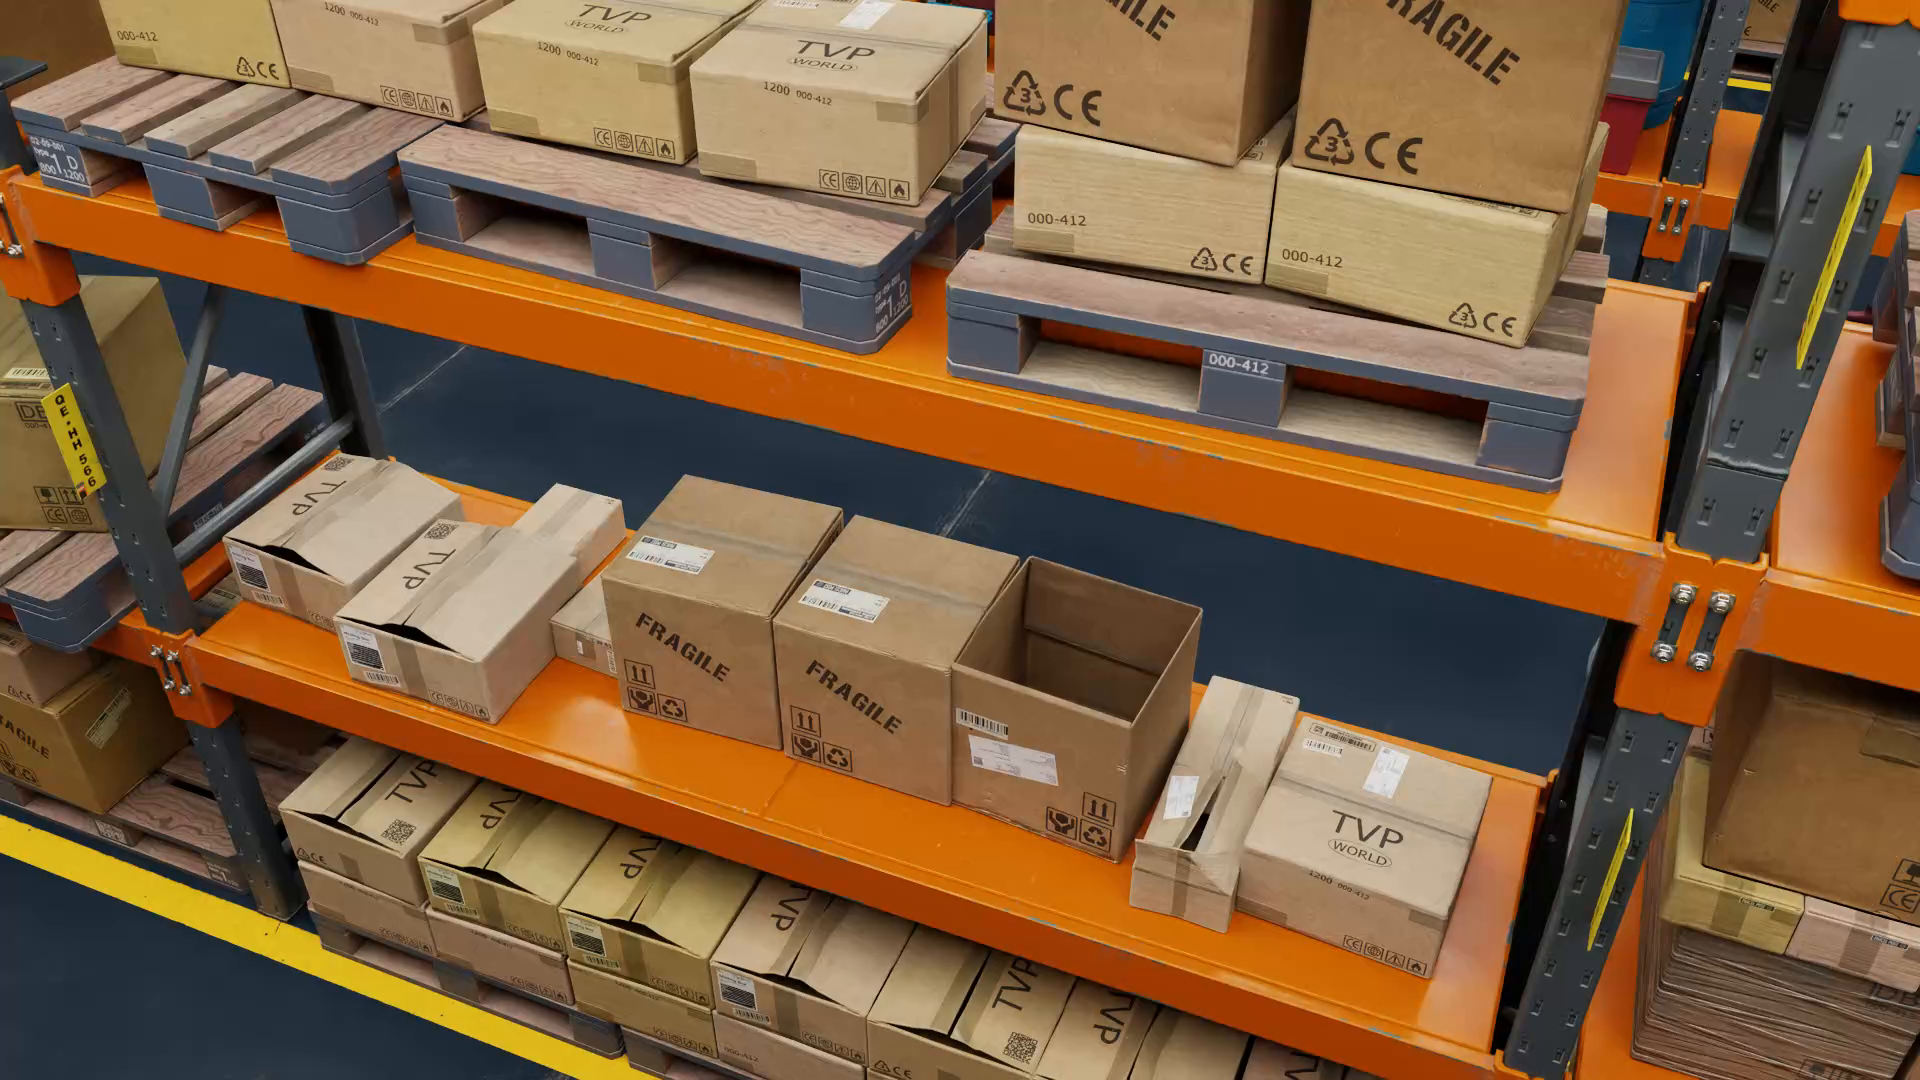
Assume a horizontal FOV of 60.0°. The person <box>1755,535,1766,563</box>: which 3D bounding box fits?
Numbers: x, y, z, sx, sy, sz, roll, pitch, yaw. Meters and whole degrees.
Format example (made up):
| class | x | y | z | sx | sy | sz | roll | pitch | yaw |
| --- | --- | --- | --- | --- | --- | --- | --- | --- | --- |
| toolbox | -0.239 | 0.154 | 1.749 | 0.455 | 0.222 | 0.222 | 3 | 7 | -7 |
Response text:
| class | x | y | z | sx | sy | sz | roll | pitch | yaw |
| --- | --- | --- | --- | --- | --- | --- | --- | --- | --- |
| person | 2.467 | 0.552 | 5.398 | 0.953 | 1.636 | 0.499 | 15 | 40 | 18 |
